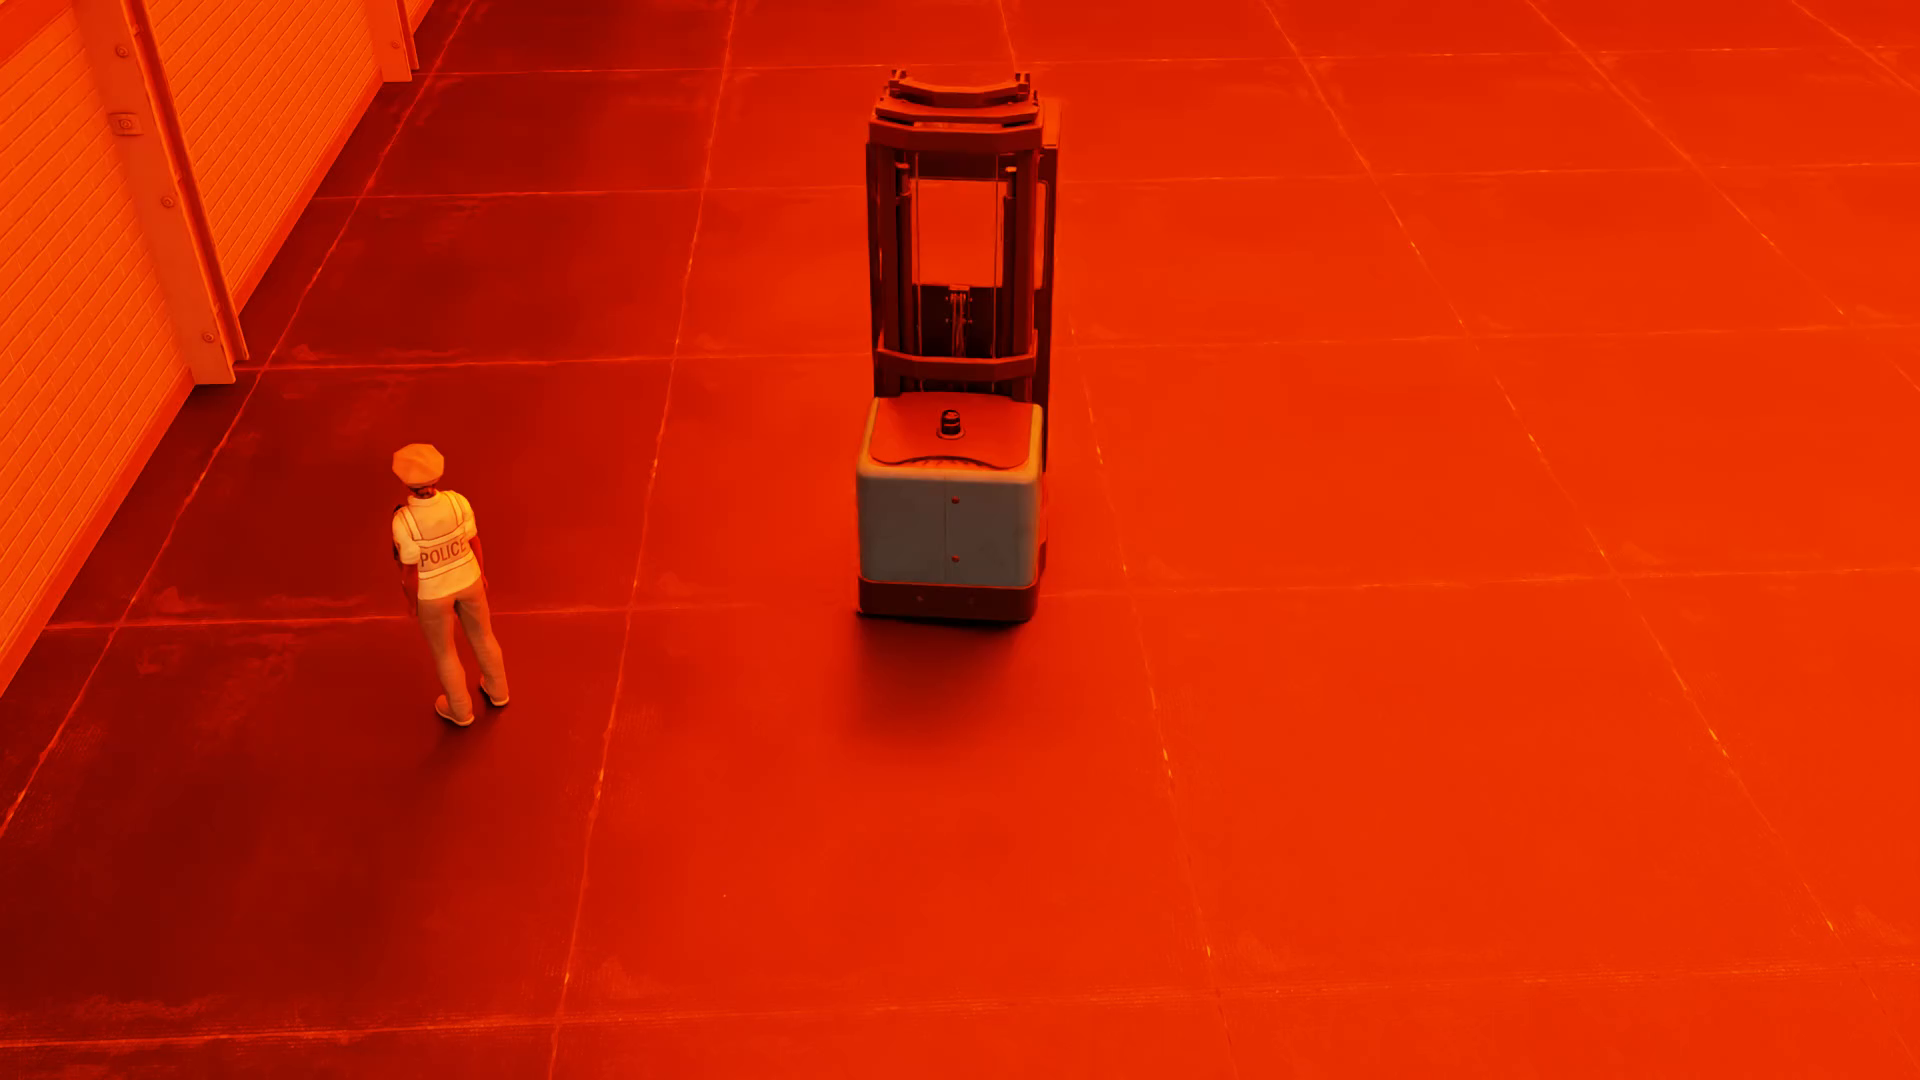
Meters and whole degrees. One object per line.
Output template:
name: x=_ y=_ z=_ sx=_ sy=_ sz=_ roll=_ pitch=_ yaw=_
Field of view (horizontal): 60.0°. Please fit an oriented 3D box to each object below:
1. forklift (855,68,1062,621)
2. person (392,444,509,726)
forklift: x=0.028 y=-1.559 z=10.151 sx=1.130 sy=2.935 sz=3.031 roll=3 pitch=36 yaw=3
person: x=-2.704 y=0.240 z=8.740 sx=0.447 sy=1.691 sz=0.338 roll=-26 pitch=44 yaw=-31
